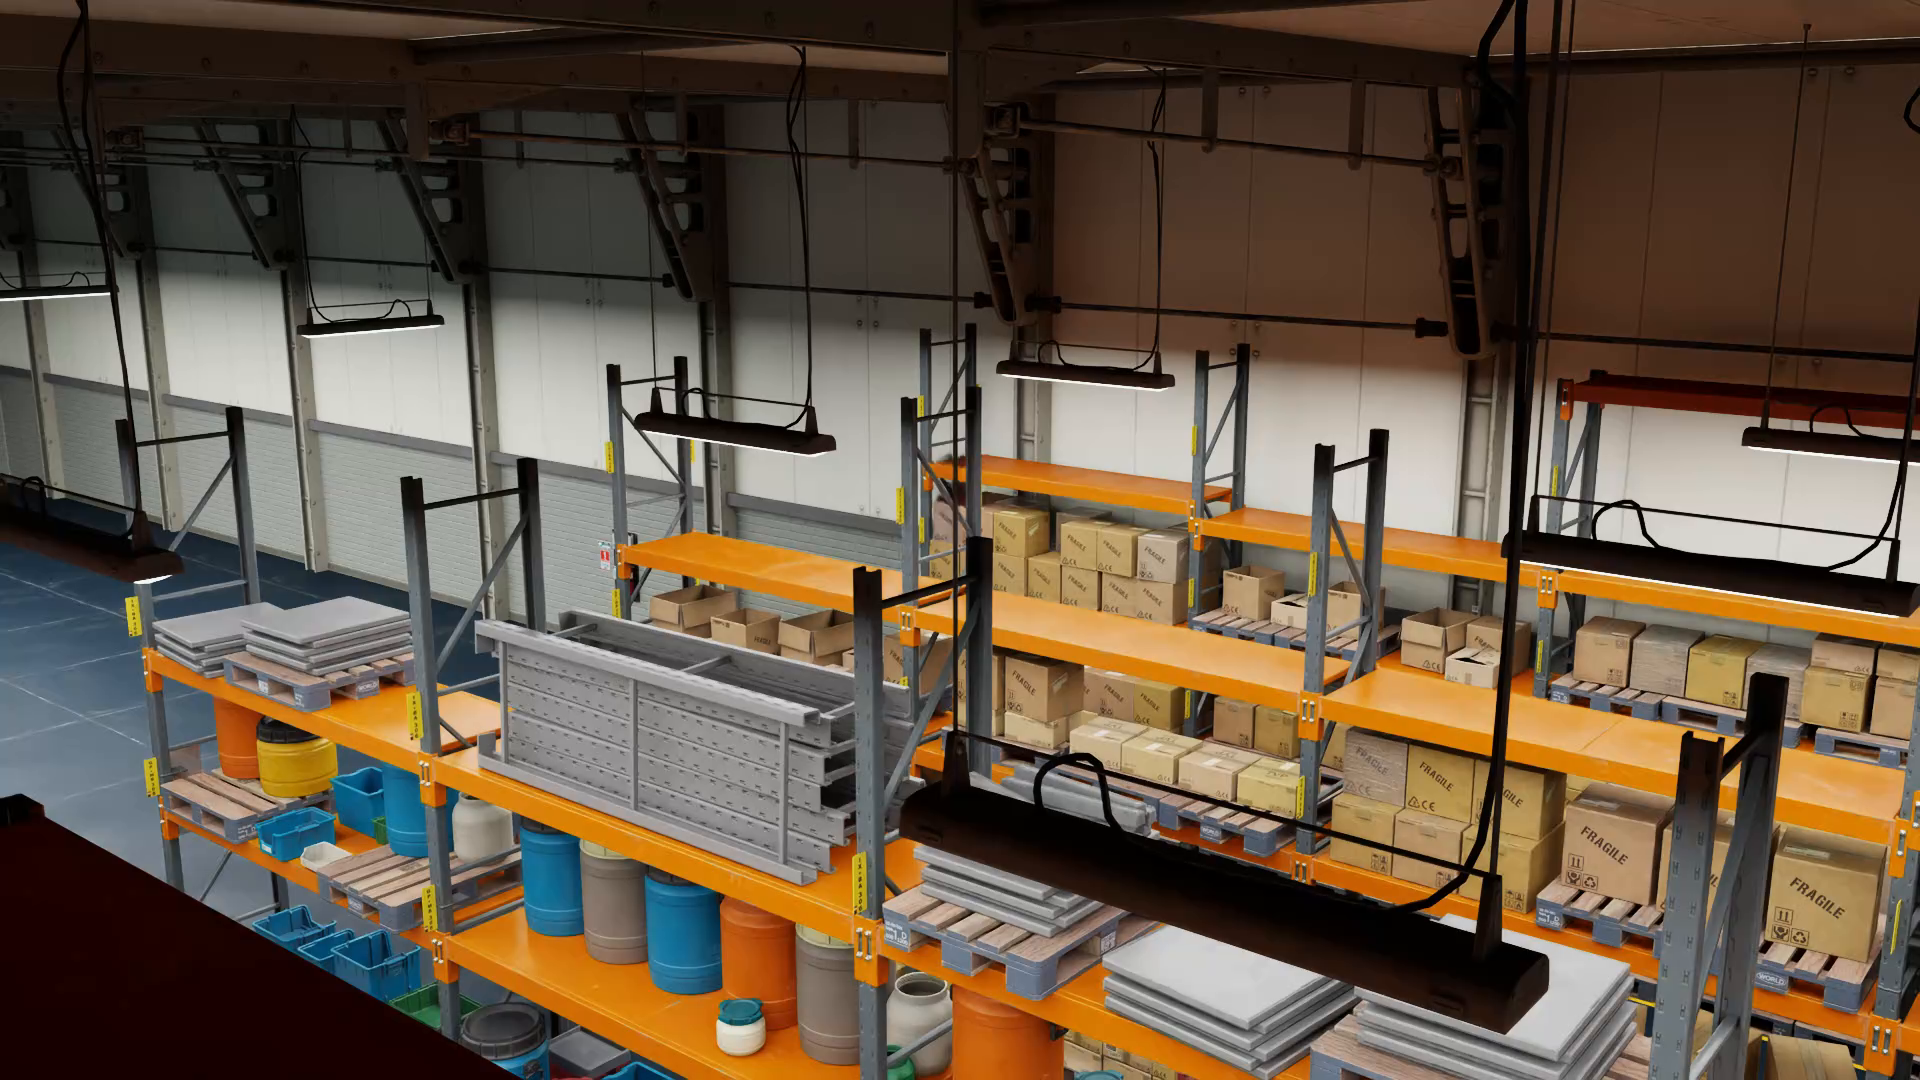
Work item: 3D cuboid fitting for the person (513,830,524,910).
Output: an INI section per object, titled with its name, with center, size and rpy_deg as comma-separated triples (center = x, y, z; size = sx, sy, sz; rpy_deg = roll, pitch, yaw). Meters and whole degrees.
[person]
center = -4.296, 3.614, 16.646
size = 0.405, 1.568, 0.756
rpy_deg = -5, 14, -21
